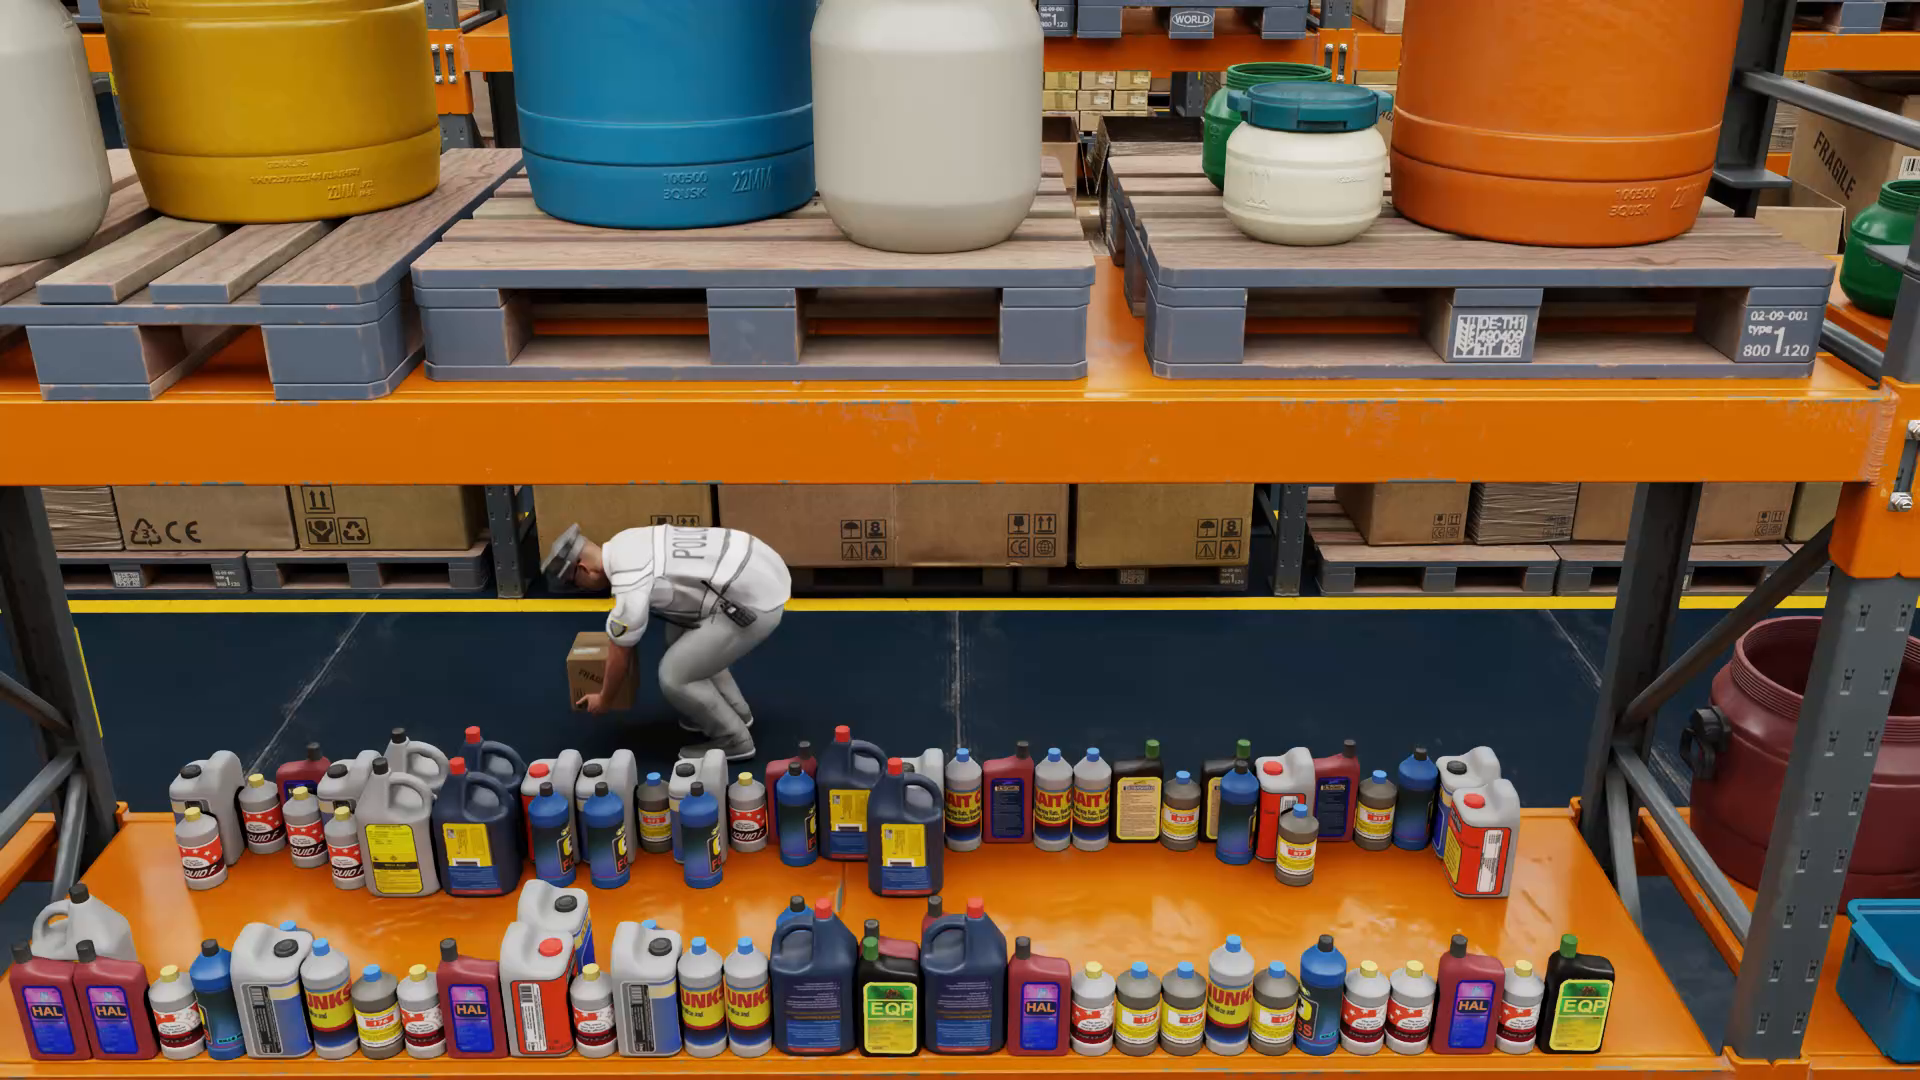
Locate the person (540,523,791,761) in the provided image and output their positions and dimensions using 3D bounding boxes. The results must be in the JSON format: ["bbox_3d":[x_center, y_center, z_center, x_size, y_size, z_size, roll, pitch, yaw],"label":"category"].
[{"bbox_3d":[-1.222,0.412,7.044,1.029,1.043,0.534,-1,24,-3],"label":"person"}]
